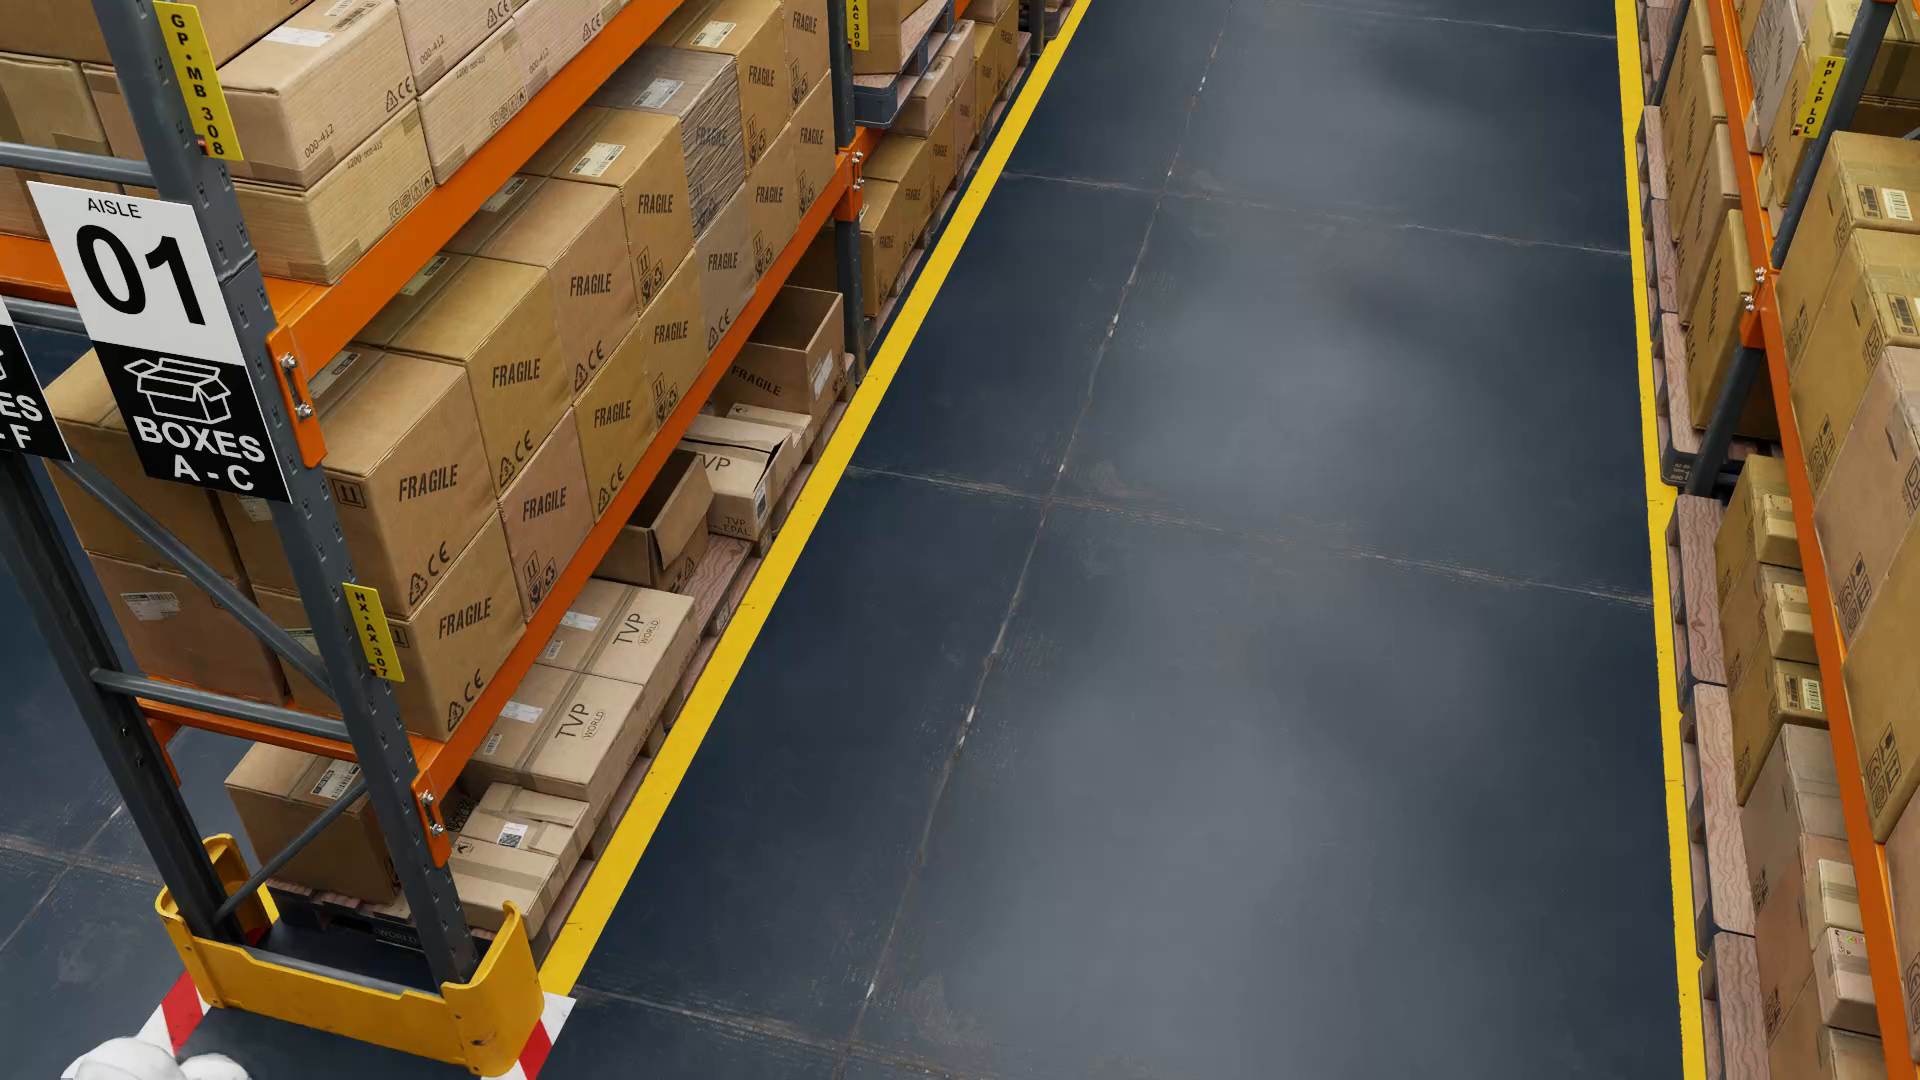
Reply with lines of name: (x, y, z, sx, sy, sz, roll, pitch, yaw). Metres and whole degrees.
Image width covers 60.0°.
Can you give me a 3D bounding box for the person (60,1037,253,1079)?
person: (-1.720, 1.788, 4.076, 1.003, 1.742, 0.661, -7, 41, -8)
